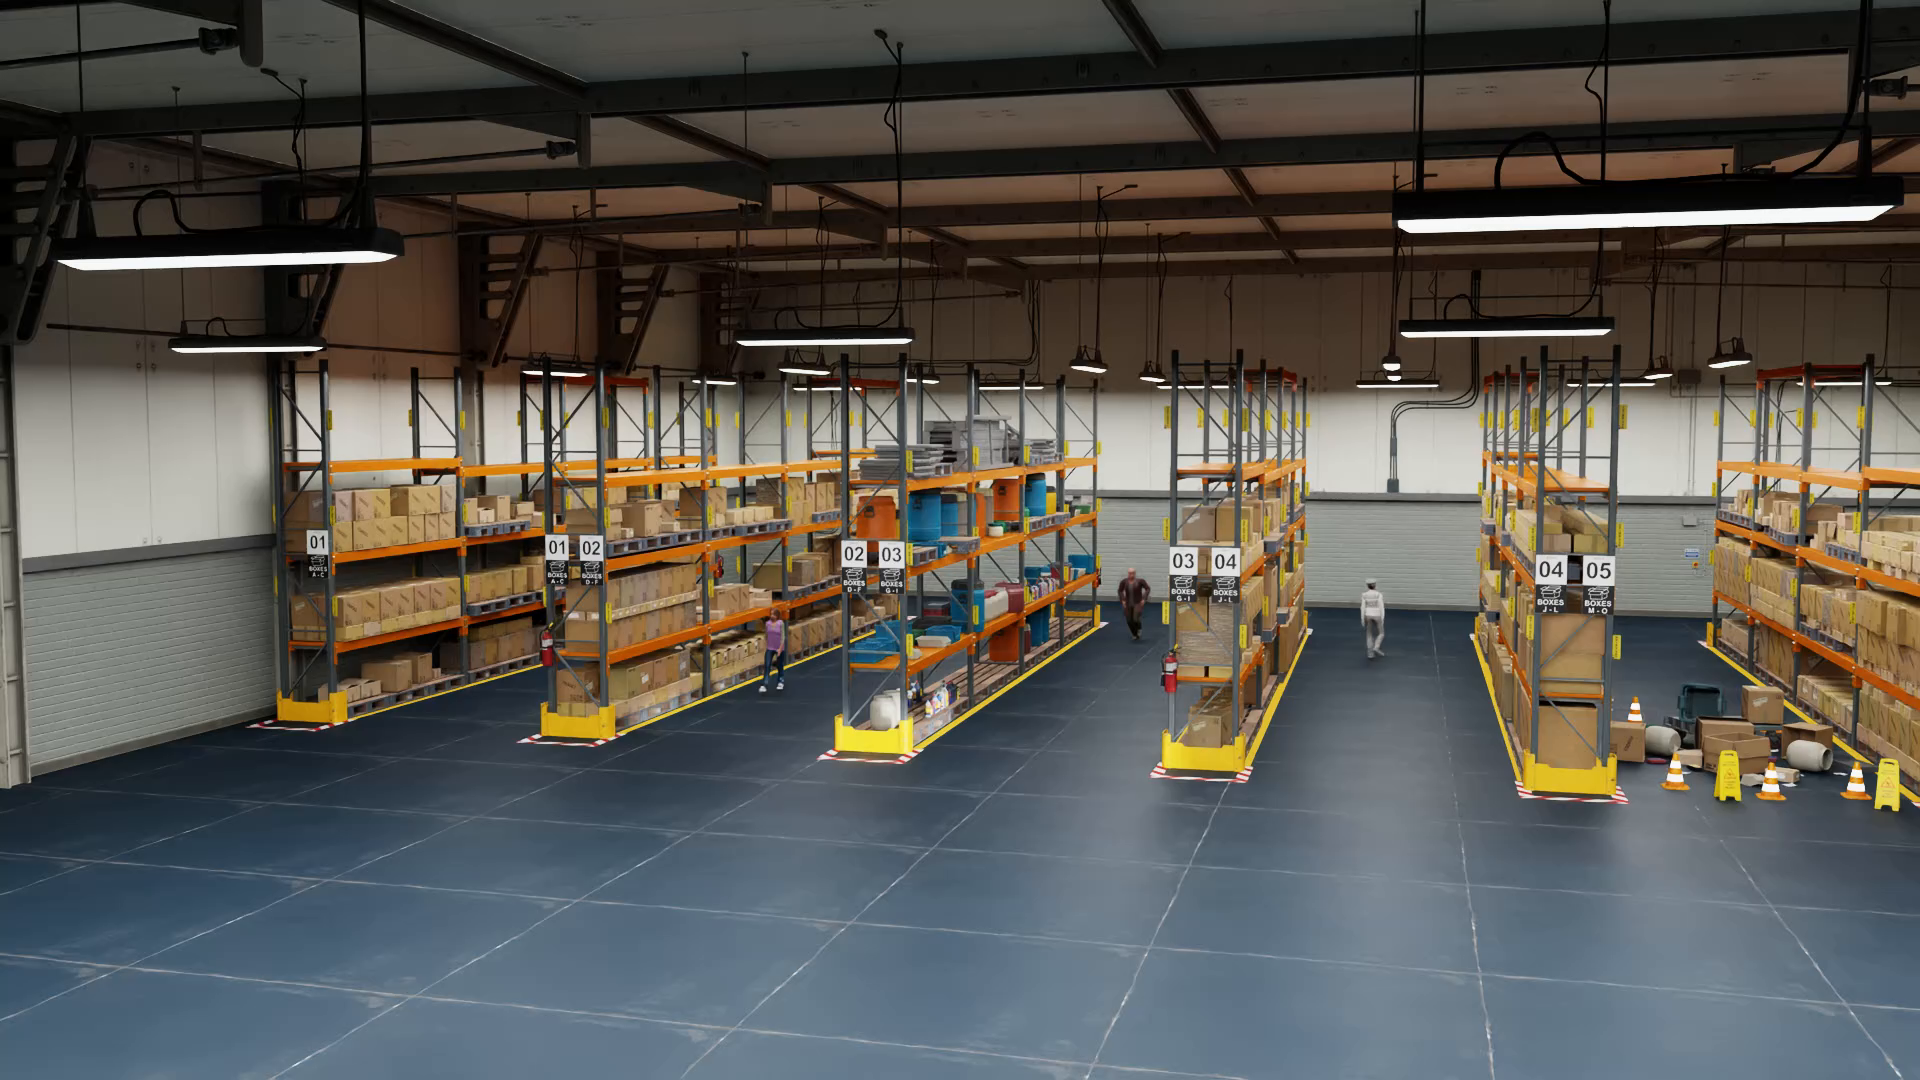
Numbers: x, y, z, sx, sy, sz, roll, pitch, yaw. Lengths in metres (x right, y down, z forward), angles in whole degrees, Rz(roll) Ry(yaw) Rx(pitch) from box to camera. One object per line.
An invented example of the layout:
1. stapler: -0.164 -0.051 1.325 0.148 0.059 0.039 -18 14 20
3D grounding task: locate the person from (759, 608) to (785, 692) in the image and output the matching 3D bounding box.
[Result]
1. person: -3.421 2.013 30.506 0.434 1.546 0.967 0 4 2

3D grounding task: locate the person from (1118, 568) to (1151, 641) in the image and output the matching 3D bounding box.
1. person: 3.952 1.460 37.695 0.745 1.685 0.654 2 4 23

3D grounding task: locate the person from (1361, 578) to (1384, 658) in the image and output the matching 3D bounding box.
1. person: 8.682 1.653 34.951 0.532 1.674 0.481 2 4 23
